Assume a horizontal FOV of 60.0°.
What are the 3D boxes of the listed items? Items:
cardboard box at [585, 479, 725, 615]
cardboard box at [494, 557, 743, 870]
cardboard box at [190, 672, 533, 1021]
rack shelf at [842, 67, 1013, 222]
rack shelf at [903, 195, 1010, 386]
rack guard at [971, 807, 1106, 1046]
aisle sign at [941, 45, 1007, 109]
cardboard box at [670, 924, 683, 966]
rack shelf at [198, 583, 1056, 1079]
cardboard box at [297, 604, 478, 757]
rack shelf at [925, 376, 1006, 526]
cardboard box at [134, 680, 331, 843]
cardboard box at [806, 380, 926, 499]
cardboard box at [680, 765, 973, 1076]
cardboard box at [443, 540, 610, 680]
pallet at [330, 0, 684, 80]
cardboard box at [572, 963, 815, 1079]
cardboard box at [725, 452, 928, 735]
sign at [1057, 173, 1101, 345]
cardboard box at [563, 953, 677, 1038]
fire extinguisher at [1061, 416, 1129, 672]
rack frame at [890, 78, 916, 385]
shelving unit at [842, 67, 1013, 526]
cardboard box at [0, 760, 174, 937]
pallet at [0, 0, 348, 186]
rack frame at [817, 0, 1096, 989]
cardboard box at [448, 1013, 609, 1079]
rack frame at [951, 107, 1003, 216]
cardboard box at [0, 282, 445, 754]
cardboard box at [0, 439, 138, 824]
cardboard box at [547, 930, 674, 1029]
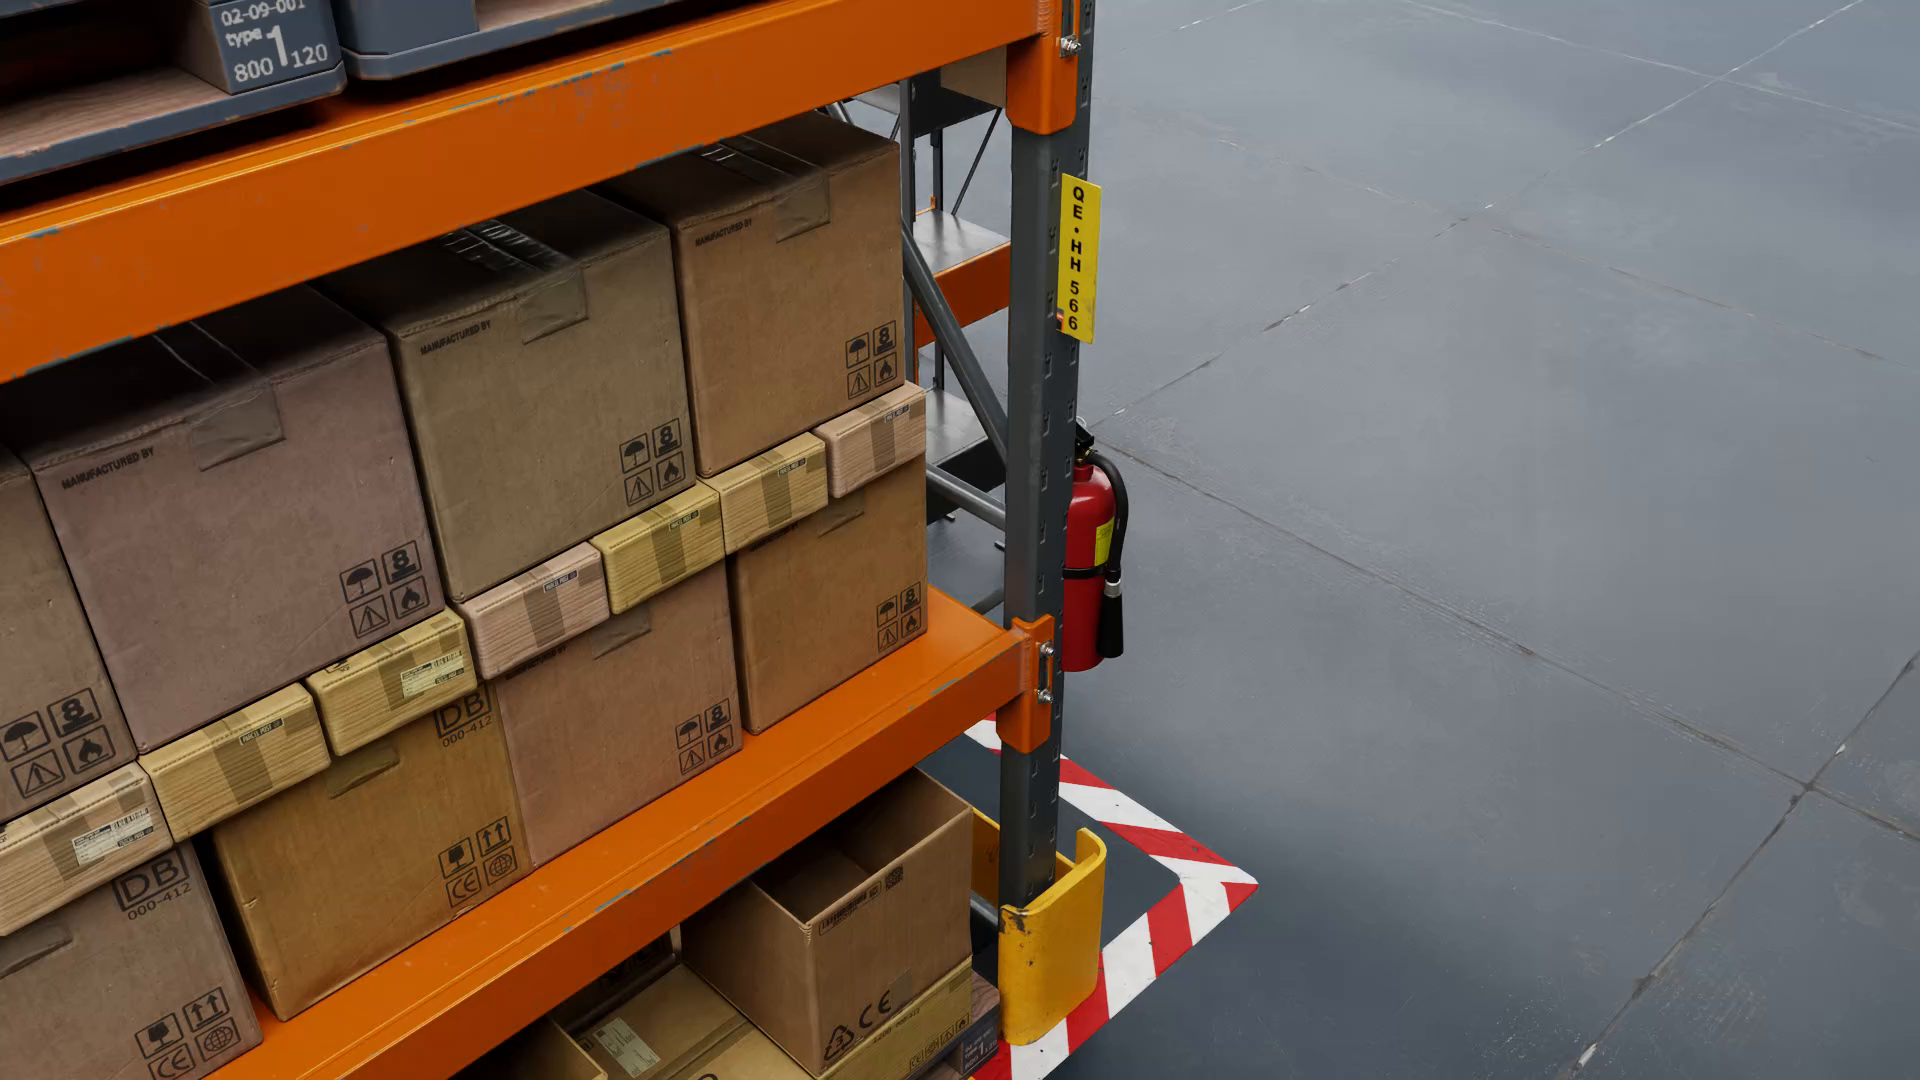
[{"bbox_3d":[-0.650,-0.051,3.046,0.380,0.149,0.250,29,44,35],"label":"cardboard box"},{"bbox_3d":[-2.347,1.459,2.183,4.930,1.340,1.023,-29,44,-35],"label":"cardboard box"},{"bbox_3d":[-1.211,0.372,3.008,0.500,0.500,0.700,-30,45,-35],"label":"cardboard box"},{"bbox_3d":[-0.117,-1.357,5.160,0.431,0.518,0.480,30,45,35],"label":"rack shelf"},{"bbox_3d":[-0.117,-0.783,5.561,0.431,0.518,0.480,30,45,35],"label":"rack shelf"},{"bbox_3d":[-0.136,0.829,4.624,1.175,0.500,0.348,30,45,35],"label":"rack guard"},{"bbox_3d":[0.102,-1.161,3.019,0.394,0.787,0.004,30,45,35],"label":"aisle sign"},{"bbox_3d":[-0.688,0.898,4.377,0.500,0.250,0.500,30,45,35],"label":"cardboard box"},{"bbox_3d":[-1.562,0.921,2.936,1.077,0.370,4.000,30,45,35],"label":"rack shelf"},{"bbox_3d":[-1.013,0.157,2.748,0.250,0.149,0.380,-28,44,-34],"label":"cardboard box"},{"bbox_3d":[-0.117,-0.209,5.961,0.431,0.518,0.480,30,45,35],"label":"rack shelf"},{"bbox_3d":[-1.198,0.265,2.593,0.250,0.149,0.380,-29,44,-34],"label":"cardboard box"},{"bbox_3d":[-0.286,-0.261,3.348,0.380,0.149,0.250,29,44,35],"label":"cardboard box"},{"bbox_3d":[-0.319,0.800,3.862,0.500,0.500,0.500,30,45,35],"label":"cardboard box"},{"bbox_3d":[-0.829,0.051,2.901,0.250,0.149,0.380,-29,44,-35],"label":"cardboard box"},{"bbox_3d":[-0.669,-1.104,2.665,1.003,0.211,1.213,30,45,35],"label":"pallet"},{"bbox_3d":[-0.664,1.314,3.780,0.500,0.250,0.500,30,45,35],"label":"cardboard box"},{"bbox_3d":[-0.490,-0.043,3.602,0.700,0.500,0.500,30,45,35],"label":"cardboard box"},{"bbox_3d":[0.223,-0.534,3.174,0.100,0.325,0.005,30,45,35],"label":"sign"},{"bbox_3d":[-1.038,1.102,4.084,0.500,0.250,0.500,30,45,35],"label":"cardboard box"},{"bbox_3d":[0.260,-0.015,3.717,0.296,0.674,0.183,30,45,35],"label":"fire extinguisher"},{"bbox_3d":[-0.289,-0.695,5.411,0.400,2.100,0.015,30,45,35],"label":"rack frame"},{"bbox_3d":[-0.118,-0.793,5.552,0.431,2.100,0.499,30,45,35],"label":"shelving unit"},{"bbox_3d":[-1.378,0.369,2.444,0.380,0.149,0.250,29,44,35],"label":"cardboard box"},{"bbox_3d":[-1.529,-0.606,1.952,1.003,0.211,1.213,30,45,35],"label":"pallet"},{"bbox_3d":[-0.152,-0.186,3.895,1.000,3.000,0.127,30,45,35],"label":"rack frame"},{"bbox_3d":[-1.013,1.211,3.272,0.500,0.500,0.500,30,45,35],"label":"cardboard box"},{"bbox_3d":[0.054,-0.894,5.696,0.380,1.831,0.006,30,45,35],"label":"rack frame"},{"bbox_3d":[-1.249,-0.133,2.597,0.500,0.500,0.700,-30,45,-35],"label":"cardboard box"},{"bbox_3d":[-1.602,0.071,2.305,0.700,0.500,0.500,30,45,35],"label":"cardboard box"},{"bbox_3d":[-1.039,0.794,3.871,0.500,0.500,0.500,30,45,35],"label":"cardboard box"}]
